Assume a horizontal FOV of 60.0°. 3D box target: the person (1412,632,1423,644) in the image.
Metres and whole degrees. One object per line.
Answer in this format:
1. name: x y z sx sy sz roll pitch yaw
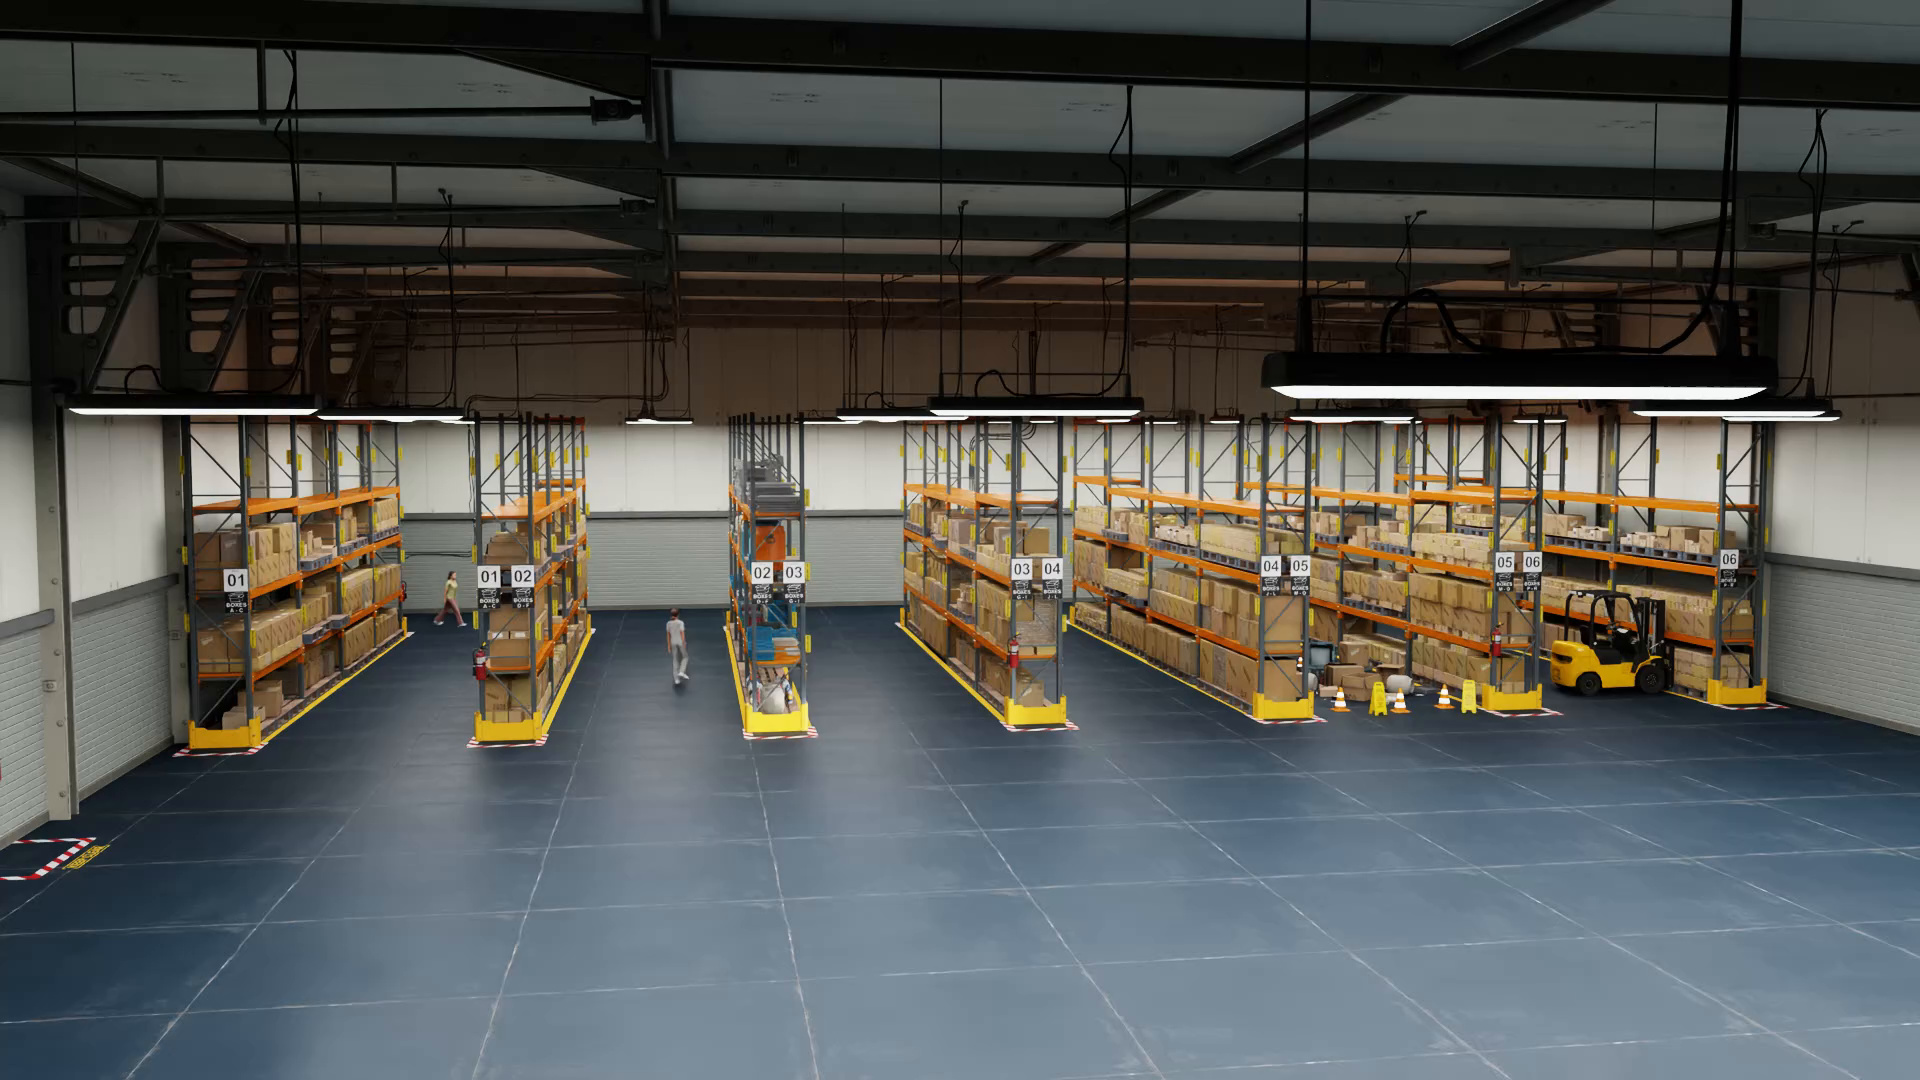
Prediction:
1. person: 12.099 1.954 43.608 0.426 1.587 0.469 -2 4 -29

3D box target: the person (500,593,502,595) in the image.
1. person: -12.136 1.839 44.071 0.514 1.725 1.067 0 4 -6

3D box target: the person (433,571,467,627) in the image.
1. person: -14.575 1.683 47.623 1.085 1.607 0.440 1 4 8

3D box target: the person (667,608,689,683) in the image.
1. person: -6.316 2.356 37.167 0.496 1.659 0.457 0 4 -1
